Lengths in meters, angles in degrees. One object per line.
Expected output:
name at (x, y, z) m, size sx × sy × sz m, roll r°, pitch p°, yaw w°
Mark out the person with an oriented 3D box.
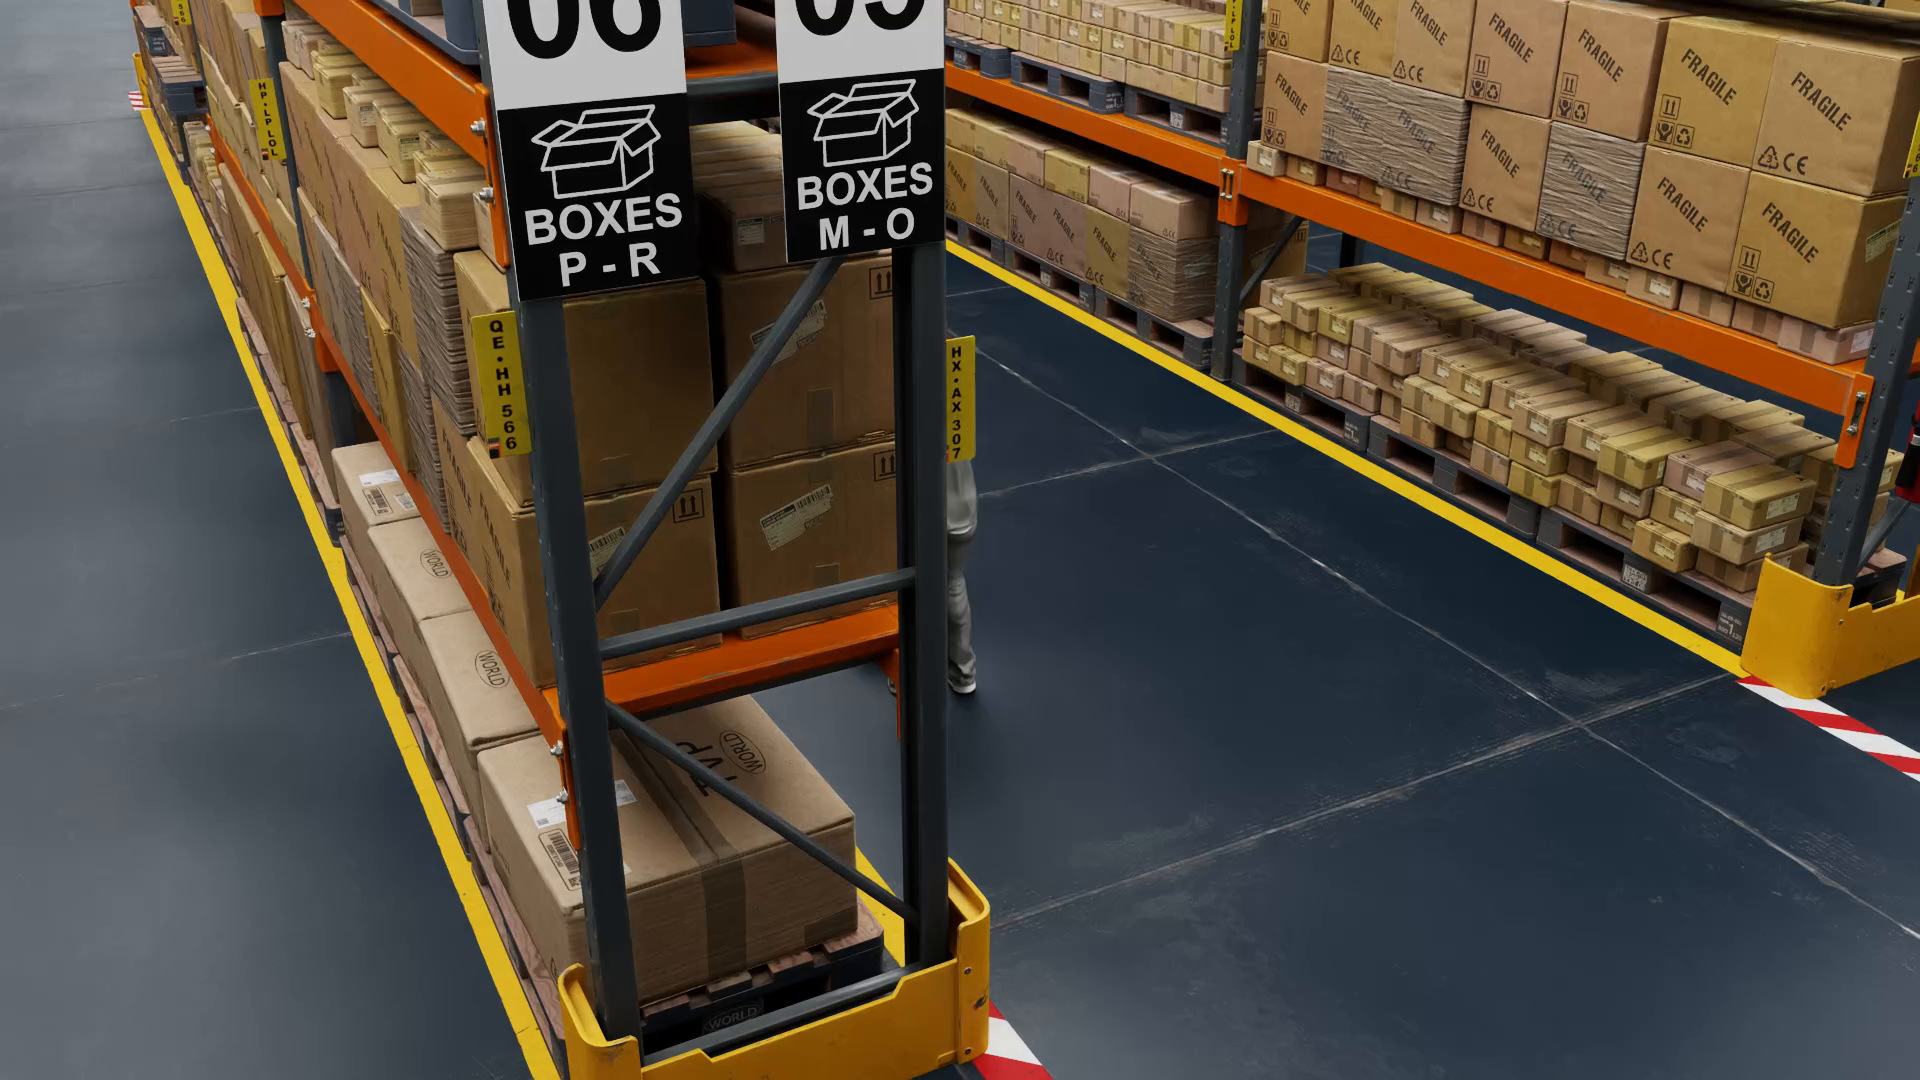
person at (-0.142, -0.083, 6.367) m, size 0.426 × 1.542 × 0.382 m, roll -12°, pitch 28°, yaw -24°
